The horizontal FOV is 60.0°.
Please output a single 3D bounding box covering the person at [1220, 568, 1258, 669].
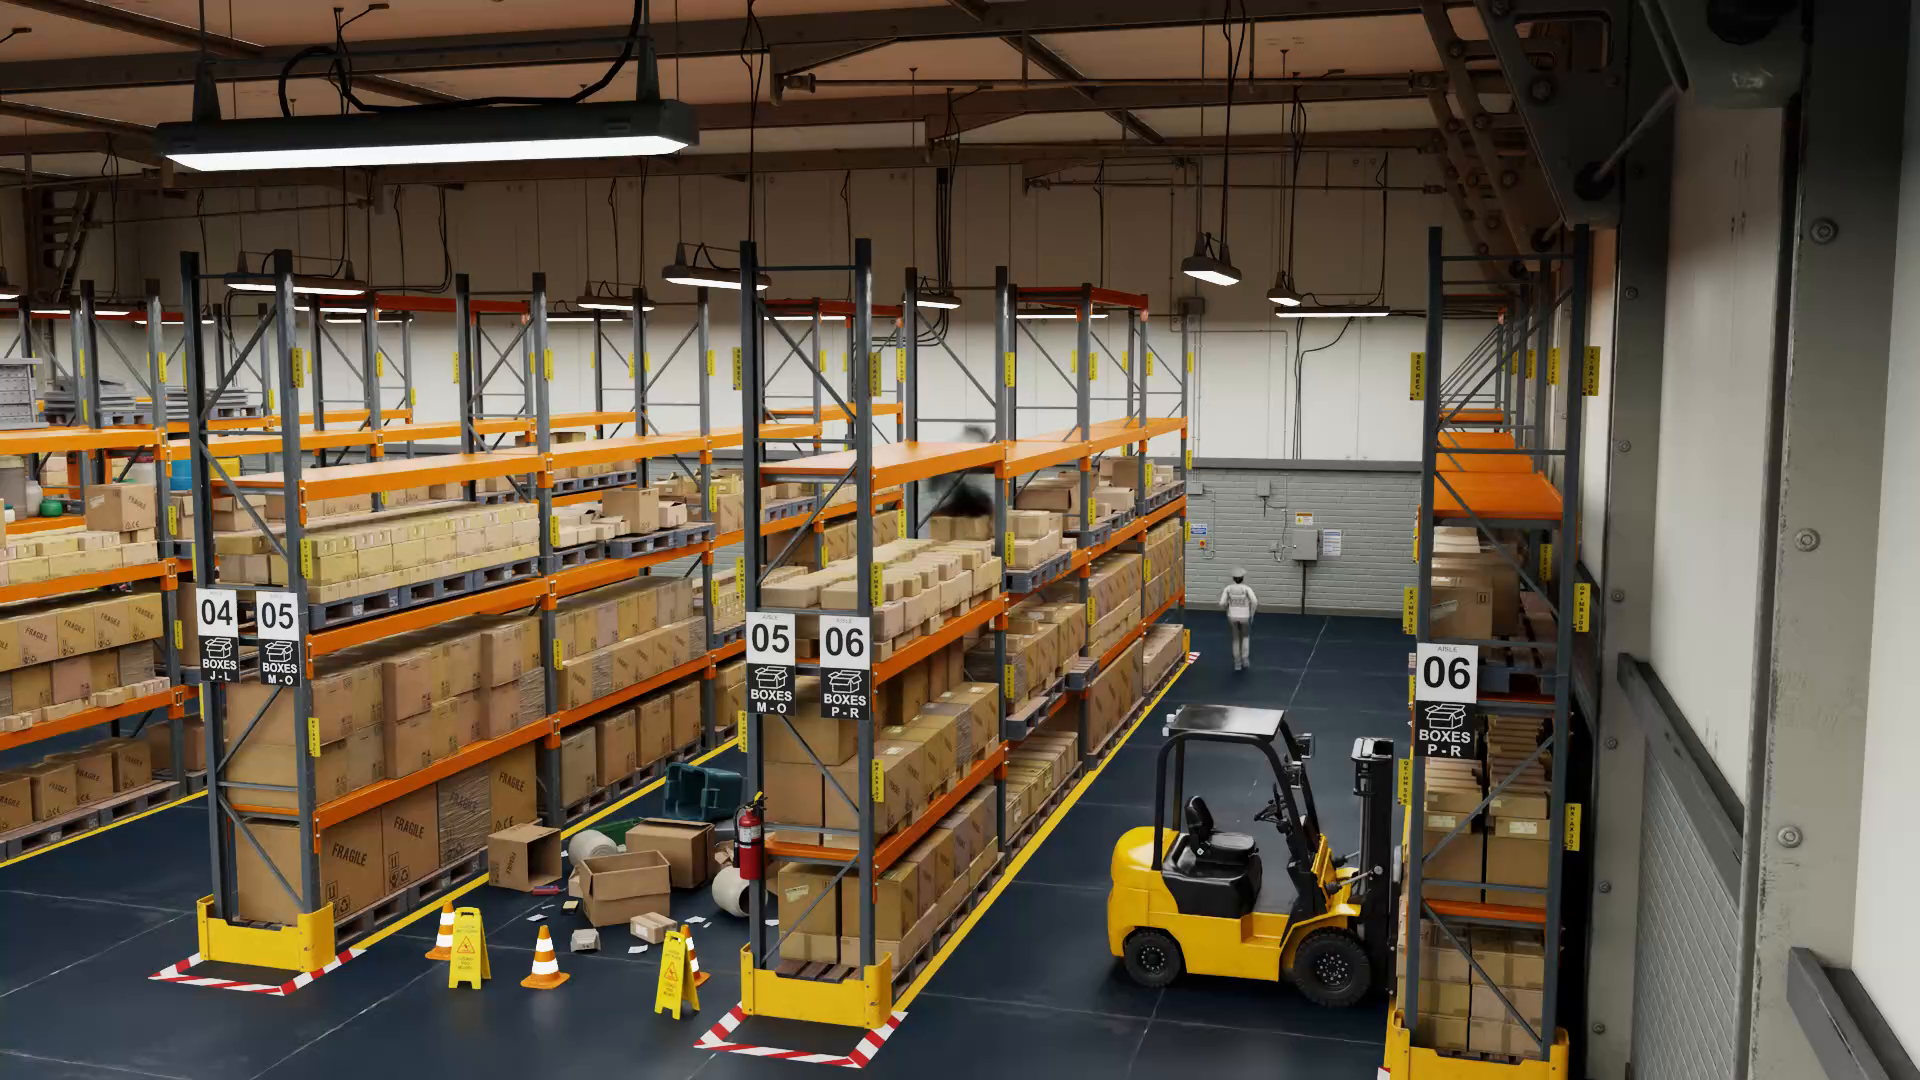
[{"bbox_3d":[4.577,1.282,27.333,0.622,1.661,0.575,1,7,11],"label":"person"}]
